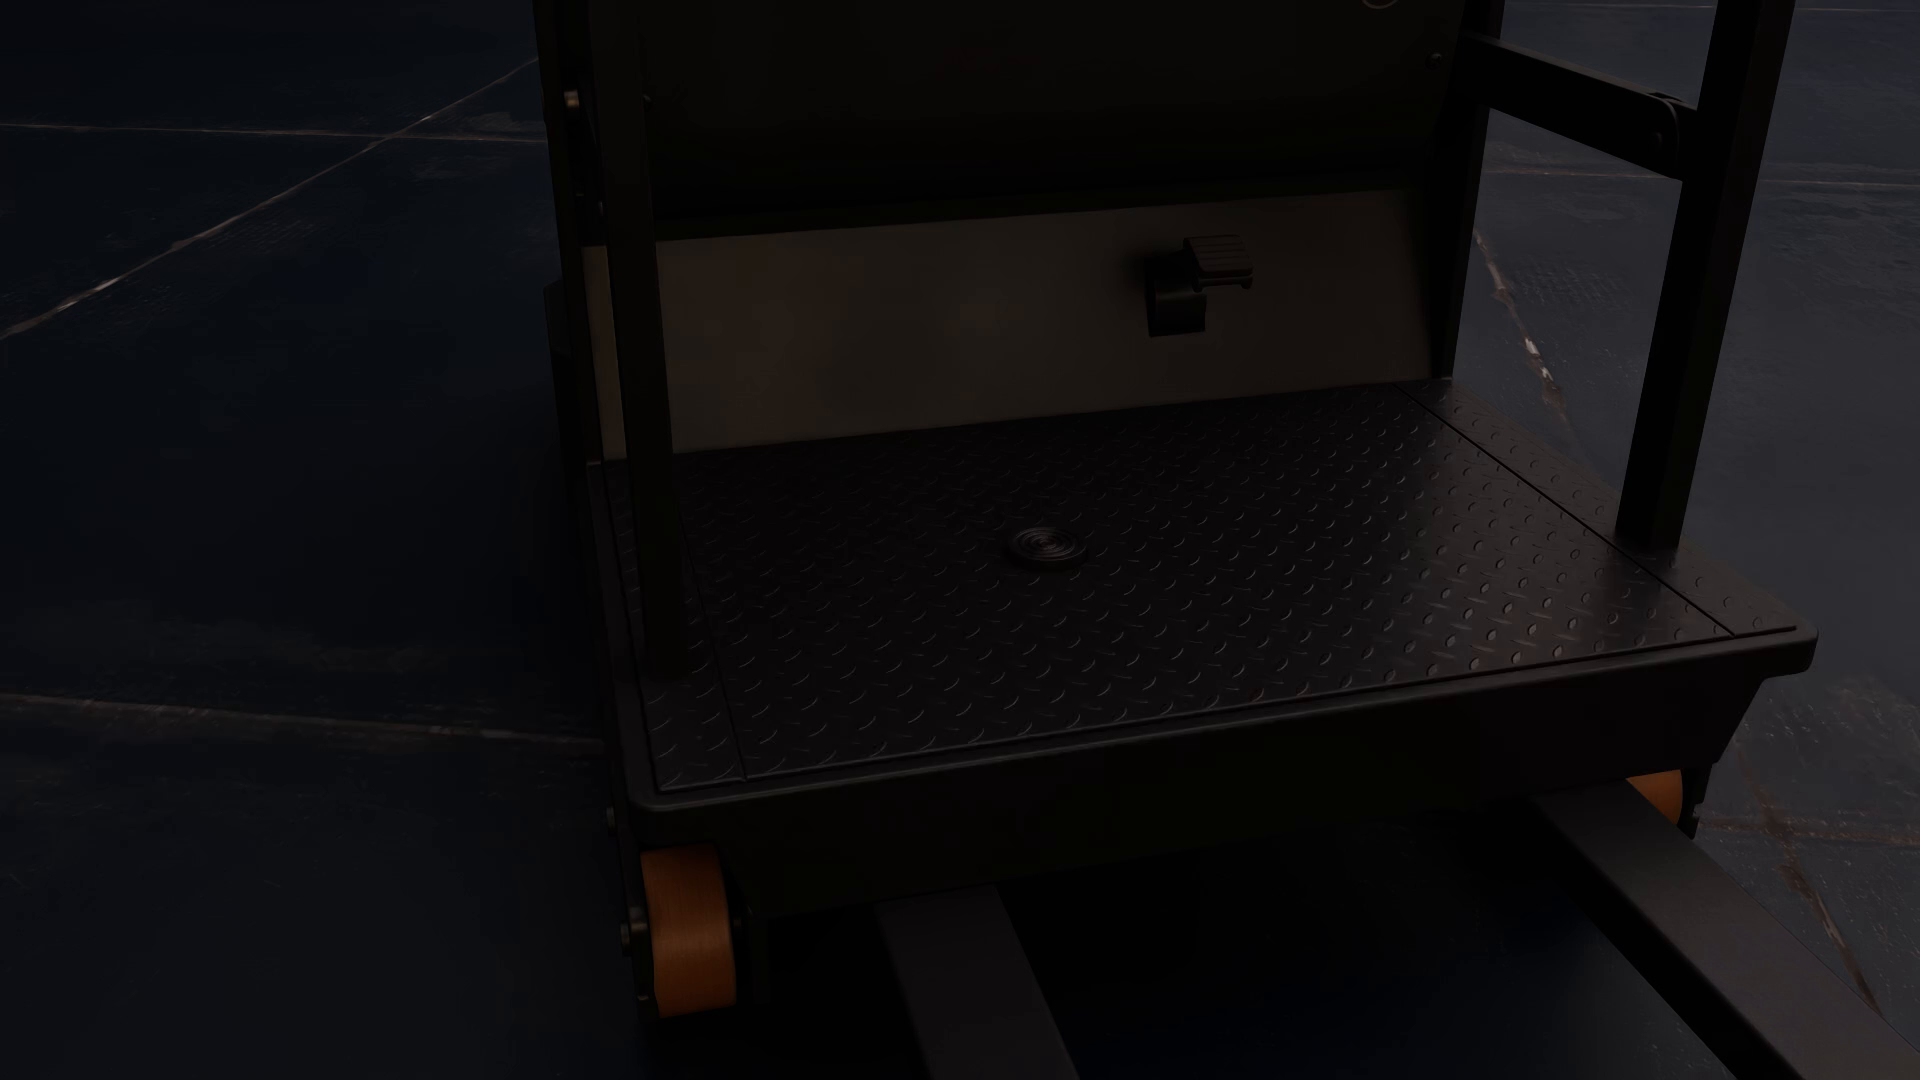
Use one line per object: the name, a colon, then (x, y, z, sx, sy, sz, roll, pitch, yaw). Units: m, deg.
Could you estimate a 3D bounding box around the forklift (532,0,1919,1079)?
forklift: (0.153, -1.049, 1.319, 1.130, 2.935, 3.031, -7, 27, -13)
